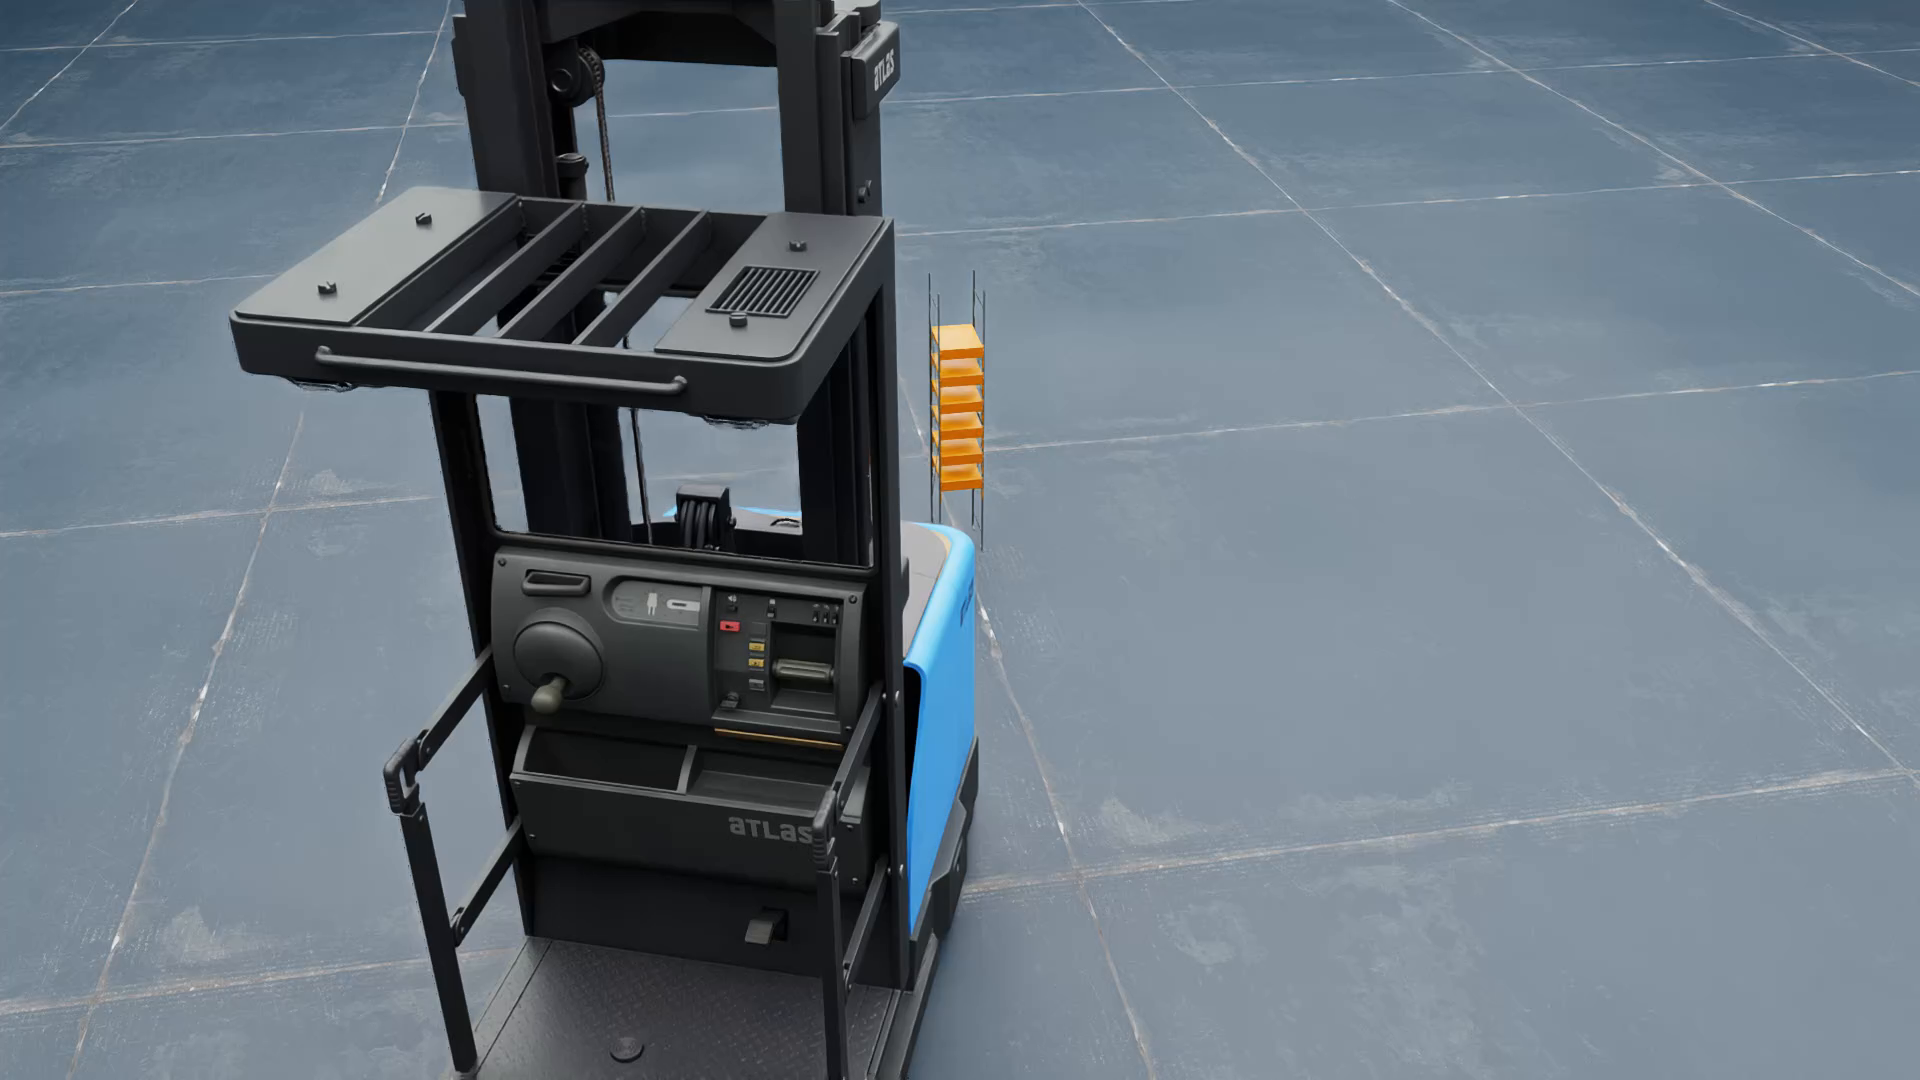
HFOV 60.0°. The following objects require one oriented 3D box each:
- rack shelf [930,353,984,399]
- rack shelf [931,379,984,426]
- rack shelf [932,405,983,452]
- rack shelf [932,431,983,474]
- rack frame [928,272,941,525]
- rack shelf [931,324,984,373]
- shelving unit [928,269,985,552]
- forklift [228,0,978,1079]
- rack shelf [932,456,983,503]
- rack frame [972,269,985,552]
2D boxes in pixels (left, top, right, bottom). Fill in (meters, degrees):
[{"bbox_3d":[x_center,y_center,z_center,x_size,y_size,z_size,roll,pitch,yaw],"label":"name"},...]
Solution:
[{"bbox_3d":[-0.014,-0.684,6.844,0.180,0.103,0.258,-5,31,-9],"label":"rack shelf"},{"bbox_3d":[-0.014,-0.581,6.905,0.180,0.103,0.258,-5,31,-9],"label":"rack shelf"},{"bbox_3d":[-0.014,-0.478,6.966,0.180,0.103,0.258,-5,31,-9],"label":"rack shelf"},{"bbox_3d":[-0.014,-0.374,7.027,0.180,0.103,0.258,-5,31,-9],"label":"rack shelf"},{"bbox_3d":[-0.104,-0.508,6.929,0.006,1.200,0.240,-5,31,-9],"label":"rack frame"},{"bbox_3d":[-0.014,-0.788,6.784,0.180,0.103,0.258,-5,31,-9],"label":"rack shelf"},{"bbox_3d":[-0.014,-0.516,6.944,0.189,1.200,0.258,-5,31,-9],"label":"shelving unit"},{"bbox_3d":[-0.728,0.306,3.838,1.130,2.935,3.031,6,31,10],"label":"forklift"},{"bbox_3d":[-0.014,-0.271,7.088,0.180,0.103,0.258,-5,31,-9],"label":"rack shelf"},{"bbox_3d":[0.076,-0.524,6.958,0.006,1.200,0.240,-5,31,-9],"label":"rack frame"}]
